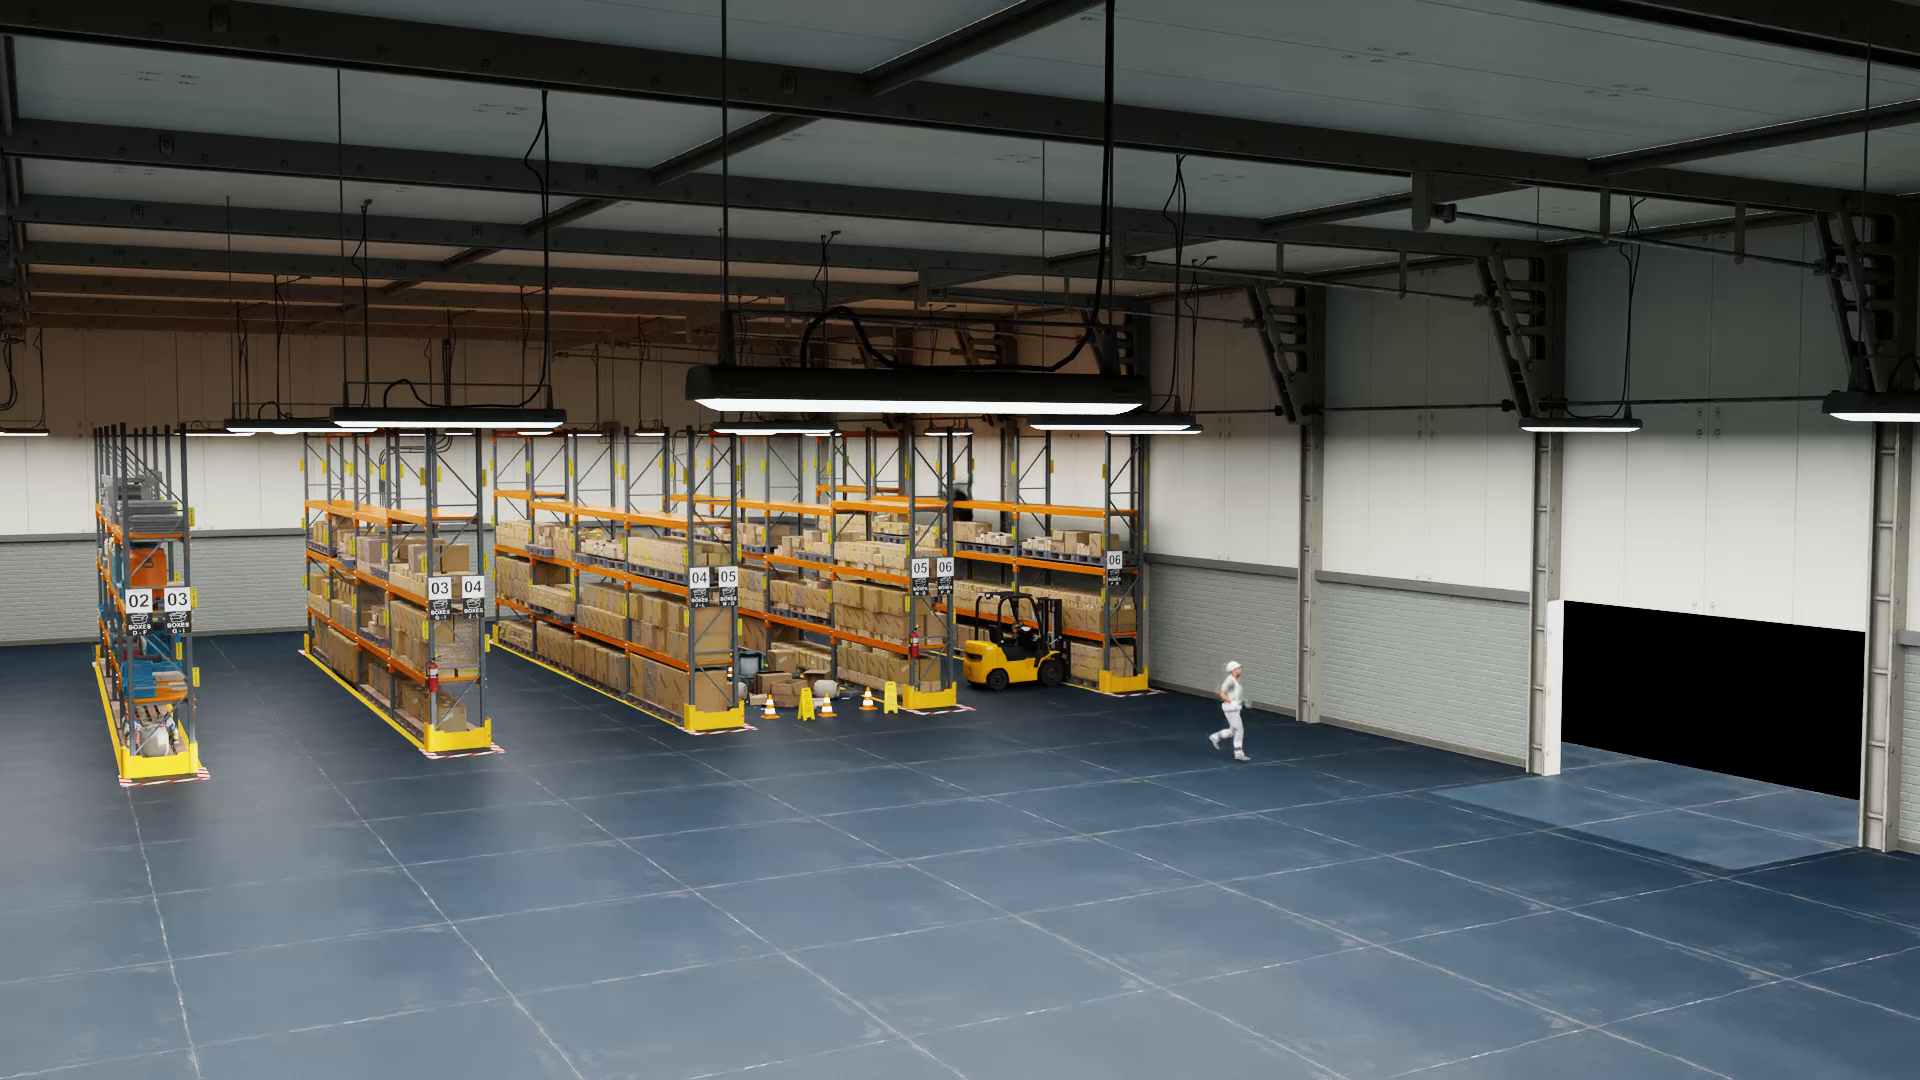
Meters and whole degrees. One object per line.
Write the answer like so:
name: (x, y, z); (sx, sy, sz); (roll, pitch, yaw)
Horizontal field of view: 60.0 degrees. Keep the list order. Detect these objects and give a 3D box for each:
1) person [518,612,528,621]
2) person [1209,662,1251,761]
person: (-12.667, 2.012, 48.479); (0.717, 1.541, 0.772); (0, 3, -5)
person: (4.812, 3.049, 29.706); (0.810, 1.769, 0.659); (2, 4, 24)
